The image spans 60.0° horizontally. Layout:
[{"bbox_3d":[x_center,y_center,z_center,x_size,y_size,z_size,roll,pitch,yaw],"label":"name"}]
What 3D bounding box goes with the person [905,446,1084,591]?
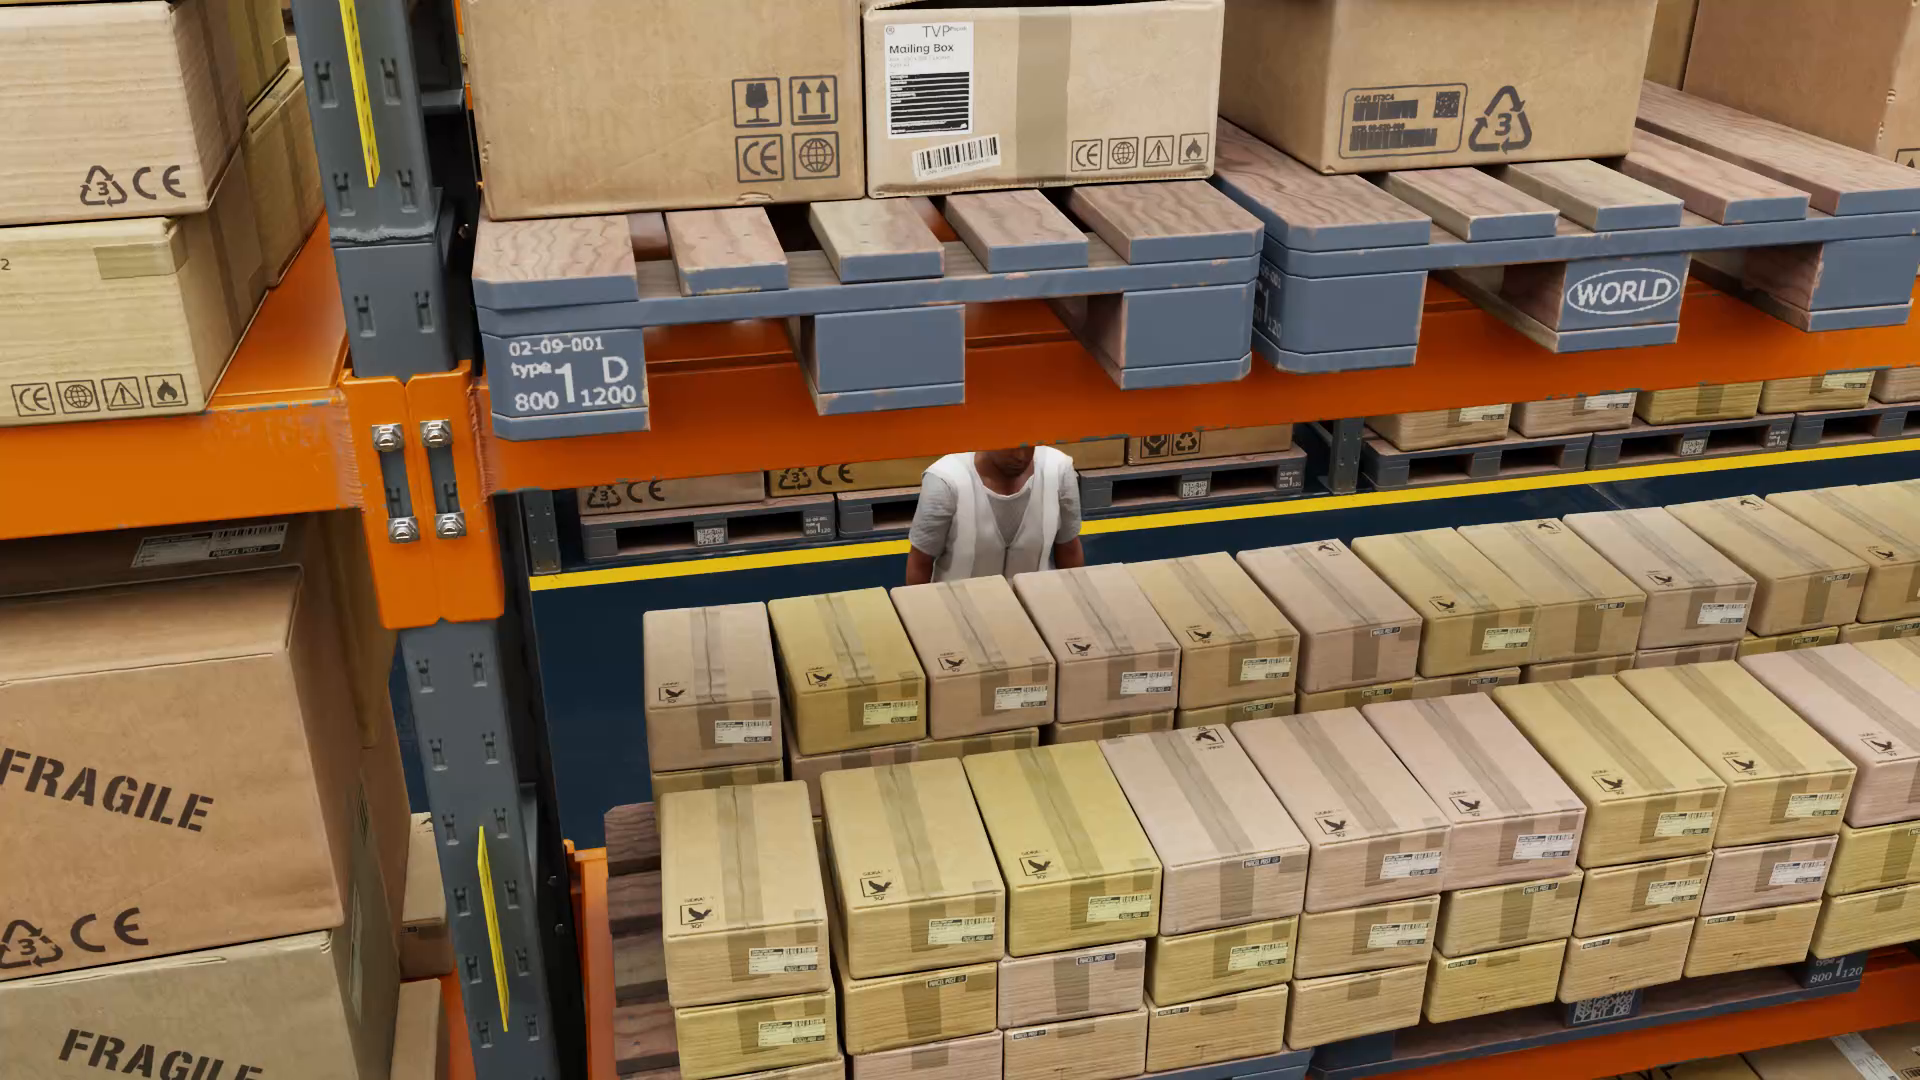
[{"bbox_3d":[0.122,0.288,5.526,0.614,1.773,0.449,-6,27,-12],"label":"person"}]
